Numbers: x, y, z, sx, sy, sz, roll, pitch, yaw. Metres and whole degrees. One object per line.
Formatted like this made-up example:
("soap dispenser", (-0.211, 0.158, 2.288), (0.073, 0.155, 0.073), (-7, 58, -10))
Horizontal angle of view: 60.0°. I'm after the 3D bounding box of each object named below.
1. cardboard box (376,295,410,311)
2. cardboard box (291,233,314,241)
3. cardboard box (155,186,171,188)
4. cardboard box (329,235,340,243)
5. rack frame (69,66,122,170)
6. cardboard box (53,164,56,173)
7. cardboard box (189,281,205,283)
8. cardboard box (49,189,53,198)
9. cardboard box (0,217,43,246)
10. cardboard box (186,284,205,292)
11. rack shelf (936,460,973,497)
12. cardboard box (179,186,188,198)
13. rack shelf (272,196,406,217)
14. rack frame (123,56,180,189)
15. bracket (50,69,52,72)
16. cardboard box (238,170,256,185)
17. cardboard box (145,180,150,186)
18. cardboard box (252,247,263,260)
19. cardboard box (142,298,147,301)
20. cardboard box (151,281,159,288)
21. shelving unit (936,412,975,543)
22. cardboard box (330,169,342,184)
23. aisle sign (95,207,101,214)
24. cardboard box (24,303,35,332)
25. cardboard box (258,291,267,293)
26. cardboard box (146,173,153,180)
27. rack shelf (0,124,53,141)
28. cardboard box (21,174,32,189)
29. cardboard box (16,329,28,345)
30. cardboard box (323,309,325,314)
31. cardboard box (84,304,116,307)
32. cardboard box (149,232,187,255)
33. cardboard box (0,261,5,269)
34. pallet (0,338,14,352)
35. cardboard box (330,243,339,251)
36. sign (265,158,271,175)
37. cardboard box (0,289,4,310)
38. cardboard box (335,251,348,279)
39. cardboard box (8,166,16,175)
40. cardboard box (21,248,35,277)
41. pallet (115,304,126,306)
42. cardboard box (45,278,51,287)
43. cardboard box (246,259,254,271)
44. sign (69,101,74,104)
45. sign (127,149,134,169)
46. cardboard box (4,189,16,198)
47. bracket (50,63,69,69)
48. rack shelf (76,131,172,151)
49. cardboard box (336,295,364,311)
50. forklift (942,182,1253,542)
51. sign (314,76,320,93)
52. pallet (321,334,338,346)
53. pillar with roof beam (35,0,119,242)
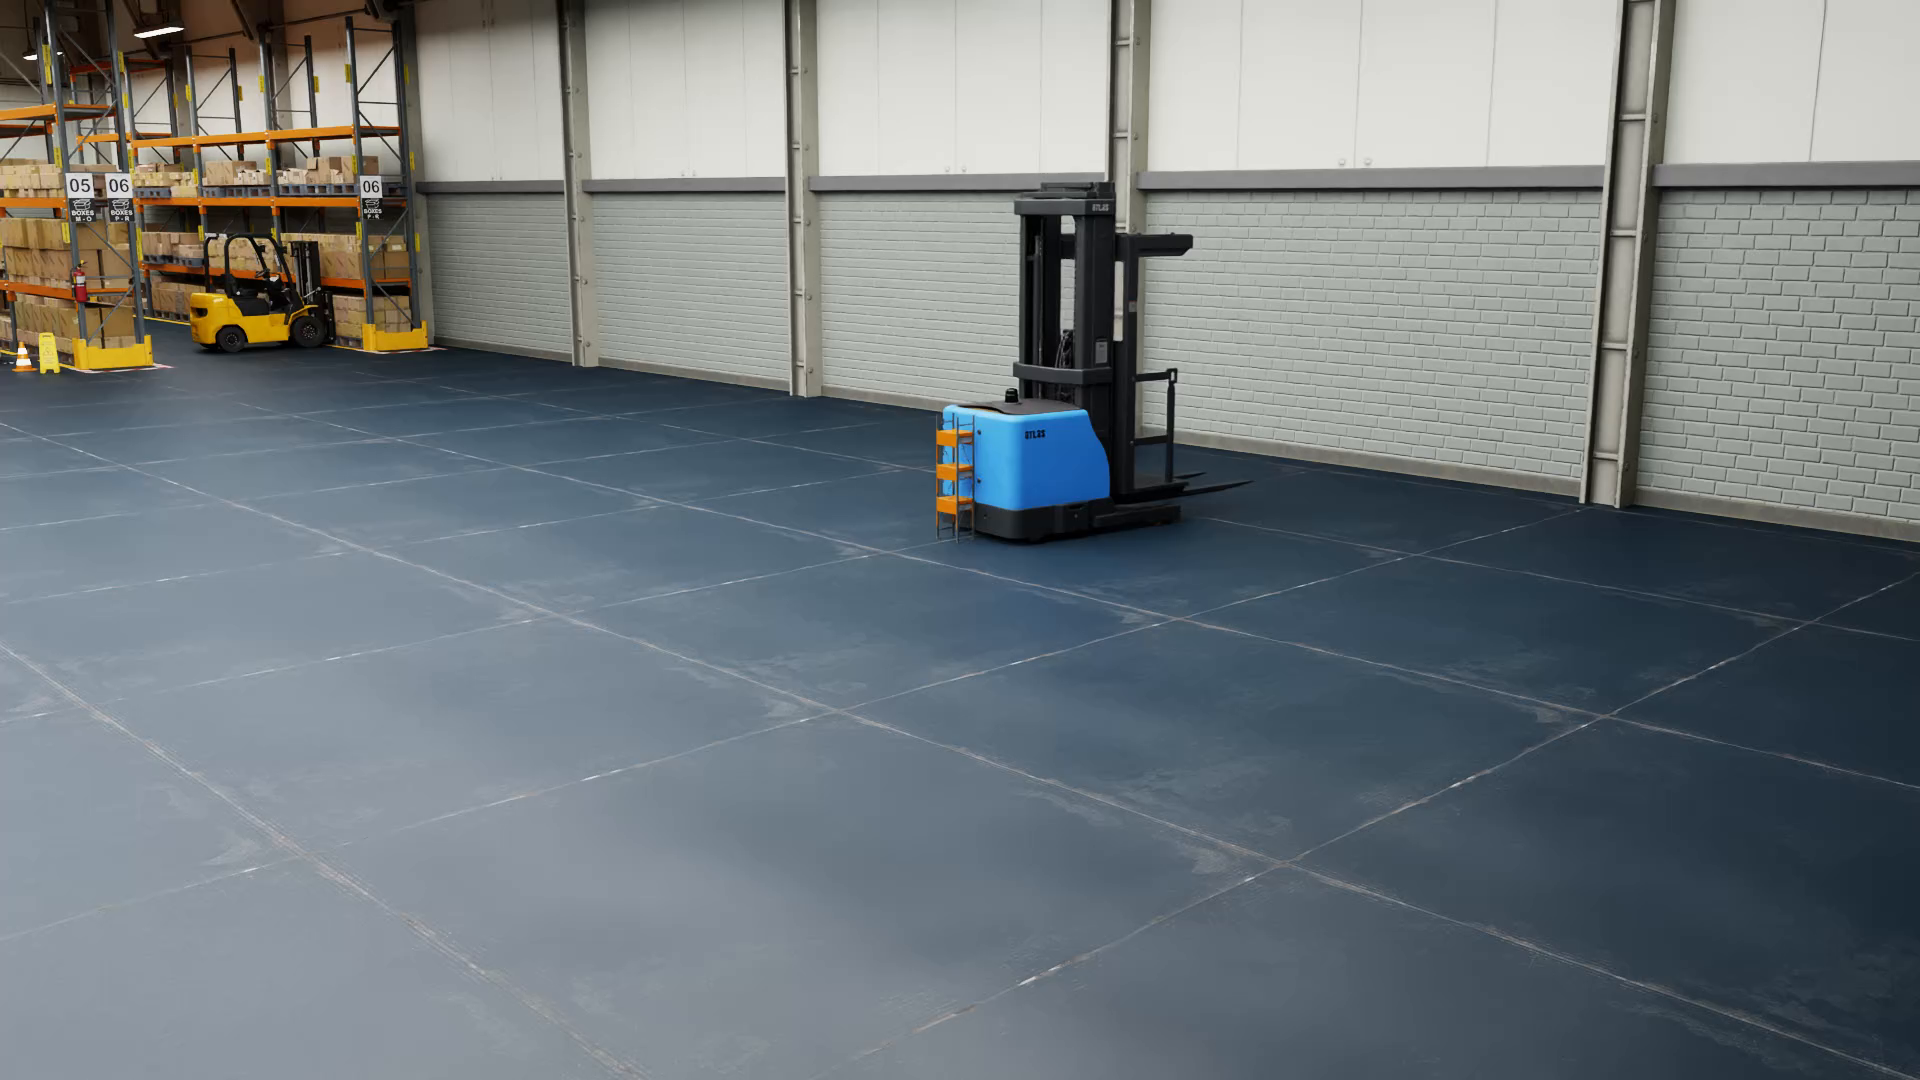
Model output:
("cardboard box", (-10.878, -4.535, 31.784), (0.500, 0.250, 0.500), (-11, 16, -43))
("cardboard box", (-13.181, -6.075, 33.371), (0.380, 0.149, 0.250), (-11, 16, -42))
("cardboard box", (-19.113, -8.496, 39.915), (0.500, 0.250, 0.500), (-11, 16, -44))
("cardboard box", (-11.854, -5.760, 31.844), (0.380, 0.149, 0.250), (-10, 16, -41))
("rack frame", (-21.732, -10.363, 41.910), (1.000, 3.000, 0.127), (-11, 16, -43))
("cardboard box", (-14.868, -6.185, 27.712), (0.380, 0.149, 0.250), (-11, 16, -42))
("cardboard box", (-17.952, -6.021, 39.248), (0.250, 0.149, 0.380), (11, 16, 42))
("cardboard box", (-15.073, -5.832, 27.973), (0.380, 0.149, 0.250), (-10, 15, -41))
("cardboard box", (-16.886, -5.571, 30.056), (0.700, 0.500, 0.500), (-11, 16, -43))
("cardboard box", (-17.415, -5.754, 37.954), (0.380, 0.149, 0.250), (-11, 16, -43))
("rack shelf", (-0.037, -0.512, 13.846), (0.215, 0.259, 0.240), (-11, 16, -43))
("cardboard box", (-17.085, -7.767, 37.116), (0.500, 0.250, 0.500), (-11, 16, -42))
("rack shelf", (-12.064, -6.498, 32.368), (1.077, 0.370, 4.000), (-11, 16, -43))
("rack frame", (-18.970, -9.779, 39.077), (1.000, 3.000, 0.127), (-11, 16, -43))
("bracket", (-25.122, -13.002, 45.799), (0.235, 0.232, 0.430), (-11, 16, -43))
("cardboard box", (-14.651, -7.537, 34.561), (0.500, 0.311, 0.500), (11, 16, 43))
("cardboard box", (-18.539, -8.228, 38.315), (0.380, 0.149, 0.250), (-11, 16, -42))
("cardboard box", (-14.330, -5.955, 34.514), (0.500, 0.250, 0.500), (11, 16, 44))
("cardboard box", (-19.814, -5.800, 40.364), (0.396, 0.266, 0.258), (-10, 15, -41))
("cardboard box", (-18.915, -6.051, 39.392), (0.380, 0.149, 0.250), (-10, 15, -40))
("shelving unit", (-0.037, -0.522, 13.843), (0.215, 1.050, 0.252), (-11, 16, -43))
("cardboard box", (-11.650, -6.863, 31.401), (0.396, 0.266, 0.258), (-11, 16, -42))
("aisle sign", (-21.992, -8.667, 42.103), (0.394, 0.787, 0.004), (-11, 16, -43))
("cardboard box", (-16.442, -4.007, 29.843), (0.500, 0.500, 0.500), (-10, 15, -40))
("cardboard box", (-14.865, -5.014, 35.660), (0.625, 0.625, 0.875), (11, 16, 43))
("cardboard box", (-18.504, -8.377, 38.300), (0.380, 0.149, 0.250), (-11, 16, -43))
("rack shelf", (-18.414, -7.663, 31.579), (1.077, 0.370, 4.000), (-11, 16, -43))
("cardboard box", (-15.877, -6.198, 28.762), (0.500, 0.250, 0.500), (-11, 16, -42))
("cardboard box", (-16.820, -3.716, 30.290), (0.500, 0.250, 0.500), (11, 16, 43))
("cardboard box", (-12.298, -4.442, 32.571), (0.500, 0.250, 0.500), (-11, 16, -43))
("cardboard box", (-15.008, -3.859, 29.123), (0.500, 0.500, 0.500), (11, 16, 43))
("cardboard box", (-18.440, -6.918, 38.769), (0.700, 0.500, 0.500), (-11, 16, -42))
("cardboard box", (-17.588, -5.100, 30.816), (0.380, 0.149, 0.250), (-11, 16, -42))
("pallet", (-17.571, -3.729, 31.487), (1.003, 0.211, 1.213), (-11, 16, -43))
("cardboard box", (-11.839, -5.618, 31.889), (0.250, 0.149, 0.380), (11, 16, 43))
("sign", (-13.831, -7.473, 33.255), (0.100, 0.325, 0.005), (-11, 16, -43))
("cardboard box", (-20.212, -4.842, 34.206), (0.875, 0.875, 0.875), (-11, 16, -43))
("cardboard box", (-11.564, -5.251, 31.716), (0.500, 0.500, 0.500), (-10, 15, -41))
("cardboard box", (-16.513, -6.511, 29.292), (0.380, 0.149, 0.250), (-11, 16, -43))
("cardboard box", (-16.230, -4.928, 29.410), (0.500, 0.500, 0.500), (-11, 16, -43))
("pallet", (-20.290, -5.753, 41.315), (1.003, 0.211, 1.213), (-11, 16, -43))
("cardboard box", (-15.617, -4.476, 28.826), (0.380, 0.149, 0.250), (-11, 16, -43))
("cardboard box", (-14.654, -5.786, 34.935), (0.500, 0.250, 0.500), (-11, 16, -42))
("sign", (-22.125, -10.784, 41.441), (0.100, 0.325, 0.005), (-11, 16, -43))
("sign", (-13.878, -6.370, 27.798), (0.100, 0.325, 0.005), (-11, 16, -43))
("cardboard box", (-16.856, -6.201, 29.766), (0.380, 0.149, 0.250), (-11, 16, -42))
("bracket", (-25.415, -13.064, 46.100), (0.076, 0.066, 5.218), (-11, 16, -43))
("rack shelf", (-20.351, -9.717, 40.566), (1.077, 0.370, 4.000), (-11, 16, -43))
("cardboard box", (-11.583, -4.536, 31.789), (0.500, 0.250, 0.500), (-11, 16, -42))
("forklift", (1.322, -1.634, 14.578), (3.031, 2.935, 1.130), (-9, 15, -37))
("sign", (-13.027, -9.220, 33.657), (0.100, 0.325, 0.005), (-11, 16, -43))
("pallet", (-12.080, -4.008, 32.840), (1.003, 0.211, 1.213), (-11, 16, -43))
("pillar with roof beam", (-26.056, -10.282, 41.518), (9.100, 9.000, 0.548), (-11, 16, -43))
